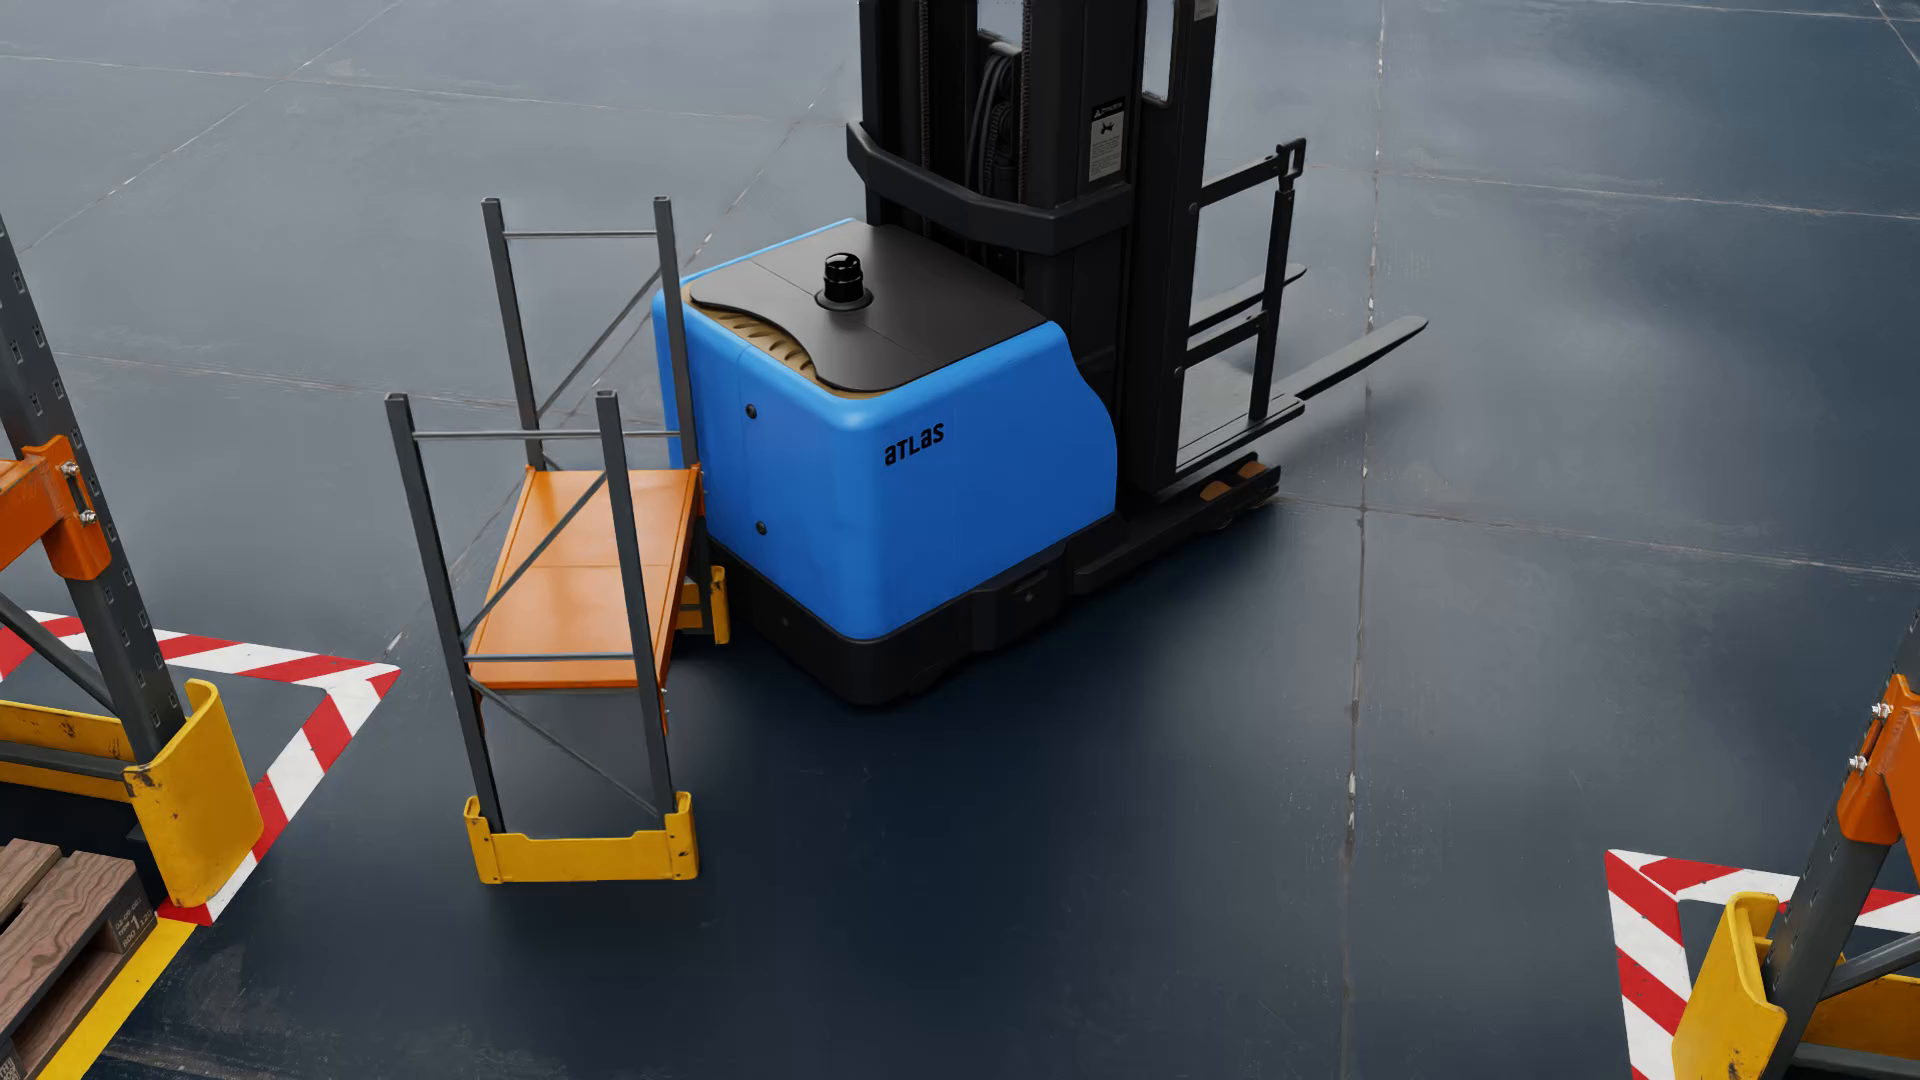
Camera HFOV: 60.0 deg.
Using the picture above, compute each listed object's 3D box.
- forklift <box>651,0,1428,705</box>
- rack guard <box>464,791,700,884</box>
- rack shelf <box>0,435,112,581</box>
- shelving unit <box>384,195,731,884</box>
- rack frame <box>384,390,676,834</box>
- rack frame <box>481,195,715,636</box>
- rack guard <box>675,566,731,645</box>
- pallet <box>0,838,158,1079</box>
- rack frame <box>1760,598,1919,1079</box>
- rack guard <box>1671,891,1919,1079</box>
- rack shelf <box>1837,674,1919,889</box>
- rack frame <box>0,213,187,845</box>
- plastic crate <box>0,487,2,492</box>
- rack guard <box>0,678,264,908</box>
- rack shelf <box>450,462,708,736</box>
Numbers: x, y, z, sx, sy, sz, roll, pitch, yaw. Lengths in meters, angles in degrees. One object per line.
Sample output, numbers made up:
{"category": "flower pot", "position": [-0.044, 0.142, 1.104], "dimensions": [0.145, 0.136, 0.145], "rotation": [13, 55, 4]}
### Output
{"category": "forklift", "position": [0.498, -1.430, 5.225], "dimensions": [3.031, 2.935, 1.130], "rotation": [-28, 44, -33]}
{"category": "rack guard", "position": [-1.003, 0.795, 4.440], "dimensions": [0.587, 0.250, 0.087], "rotation": [-1, 36, -1]}
{"category": "rack shelf", "position": [-2.991, 0.984, 2.449], "dimensions": [1.077, 0.370, 4.000], "rotation": [7, 37, 10]}
{"category": "shelving unit", "position": [-1.016, -0.003, 4.476], "dimensions": [0.587, 1.500, 1.083], "rotation": [-1, 36, -1]}
{"category": "rack frame", "position": [-1.003, 0.290, 4.072], "dimensions": [0.500, 1.500, 0.032], "rotation": [-1, 36, -1]}
{"category": "rack frame", "position": [-1.029, -0.307, 4.895], "dimensions": [0.500, 1.500, 0.032], "rotation": [-1, 36, -1]}
{"category": "rack guard", "position": [-1.028, 0.211, 5.246], "dimensions": [0.587, 0.250, 0.087], "rotation": [-1, 36, -1]}
{"category": "pallet", "position": [-2.713, 1.190, 3.928], "dimensions": [1.003, 0.211, 1.213], "rotation": [7, 37, 10]}
{"category": "rack frame", "position": [2.274, 0.169, 2.960], "dimensions": [1.000, 3.000, 0.127], "rotation": [7, 37, 10]}
{"category": "rack guard", "position": [2.280, 1.168, 3.713], "dimensions": [1.175, 0.500, 0.348], "rotation": [7, 37, 10]}
{"category": "rack shelf", "position": [1.847, 1.607, 1.589], "dimensions": [1.077, 0.370, 4.000], "rotation": [7, 37, 10]}
{"category": "rack frame", "position": [-2.564, -0.454, 3.820], "dimensions": [1.000, 3.000, 0.127], "rotation": [7, 37, 10]}
{"category": "plastic crate", "position": [-2.378, -0.069, 3.416], "dimensions": [0.499, 0.251, 0.616], "rotation": [7, 37, 10]}
{"category": "rack guard", "position": [-2.534, 0.608, 4.485], "dimensions": [1.175, 0.500, 0.348], "rotation": [7, 37, 10]}
{"category": "rack shelf", "position": [-1.016, 0.137, 4.589], "dimensions": [0.538, 0.185, 1.000], "rotation": [-1, 36, -1]}
